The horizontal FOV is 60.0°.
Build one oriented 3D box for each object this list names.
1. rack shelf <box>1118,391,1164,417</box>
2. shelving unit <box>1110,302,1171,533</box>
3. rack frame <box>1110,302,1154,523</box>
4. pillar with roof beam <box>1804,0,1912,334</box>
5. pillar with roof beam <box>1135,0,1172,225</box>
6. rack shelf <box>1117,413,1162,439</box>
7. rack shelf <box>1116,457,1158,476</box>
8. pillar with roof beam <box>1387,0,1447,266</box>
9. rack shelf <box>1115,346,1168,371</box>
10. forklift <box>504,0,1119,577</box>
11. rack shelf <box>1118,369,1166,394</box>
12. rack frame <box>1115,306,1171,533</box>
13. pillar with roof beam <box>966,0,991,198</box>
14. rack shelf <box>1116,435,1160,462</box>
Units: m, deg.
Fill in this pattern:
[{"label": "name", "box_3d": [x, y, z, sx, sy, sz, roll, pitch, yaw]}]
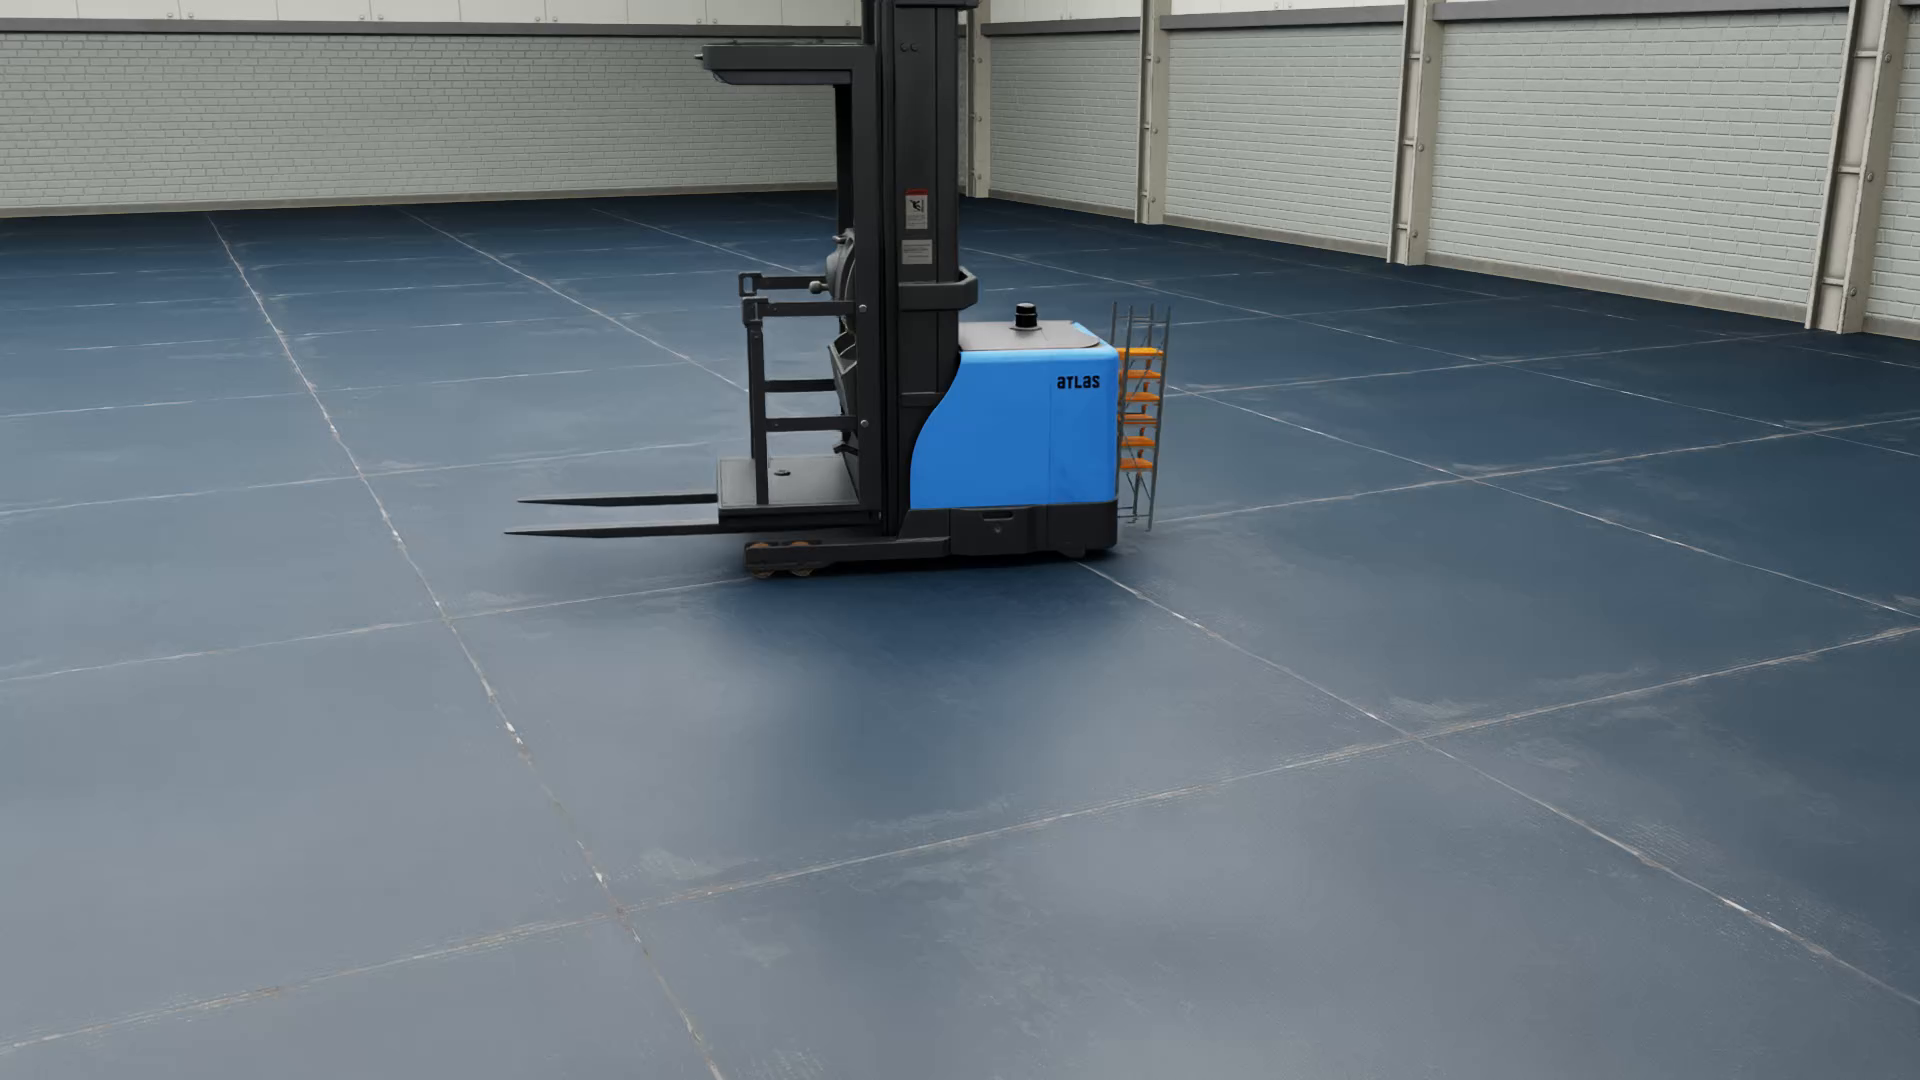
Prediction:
[{"label": "rack shelf", "box_3d": [0.918, -0.720, 8.782, 0.258, 0.103, 0.180, -3, 16, -21]}, {"label": "shelving unit", "box_3d": [0.913, -0.647, 8.800, 0.258, 1.200, 0.189, -3, 16, -21]}, {"label": "rack frame", "box_3d": [0.880, -0.670, 8.883, 0.240, 1.200, 0.006, -3, 16, -21]}, {"label": "pillar with roof beam", "box_3d": [4.352, -5.785, 12.595, 9.100, 9.000, 0.400, -8, 18, -25]}, {"label": "pillar with roof beam", "box_3d": [-0.905, -8.760, 22.964, 9.100, 9.000, 0.400, -8, 18, -25]}, {"label": "rack shelf", "box_3d": [0.911, -0.604, 8.812, 0.258, 0.103, 0.180, -3, 16, -21]}, {"label": "rack shelf", "box_3d": [0.898, -0.372, 8.872, 0.258, 0.103, 0.180, -3, 16, -21]}, {"label": "pillar with roof beam", "box_3d": [1.723, -7.273, 17.780, 9.100, 9.000, 0.400, -8, 18, -25]}, {"label": "rack shelf", "box_3d": [0.931, -0.952, 8.721, 0.258, 0.103, 0.180, -3, 16, -21]}, {"label": "forklift", "box_3d": [-0.765, -1.382, 8.253, 3.031, 2.935, 1.130, -2, 16, -8]}, {"label": "rack shelf", "box_3d": [0.924, -0.836, 8.751, 0.258, 0.103, 0.180, -3, 16, -21]}, {"label": "rack frame", "box_3d": [0.947, -0.624, 8.718, 0.240, 1.200, 0.006, -3, 16, -21]}, {"label": "pillar with roof beam", "box_3d": [-3.534, -10.248, 28.148, 9.100, 9.000, 0.400, -8, 18, -25]}, {"label": "rack shelf", "box_3d": [0.904, -0.488, 8.842, 0.258, 0.103, 0.180, -3, 16, -21]}]
